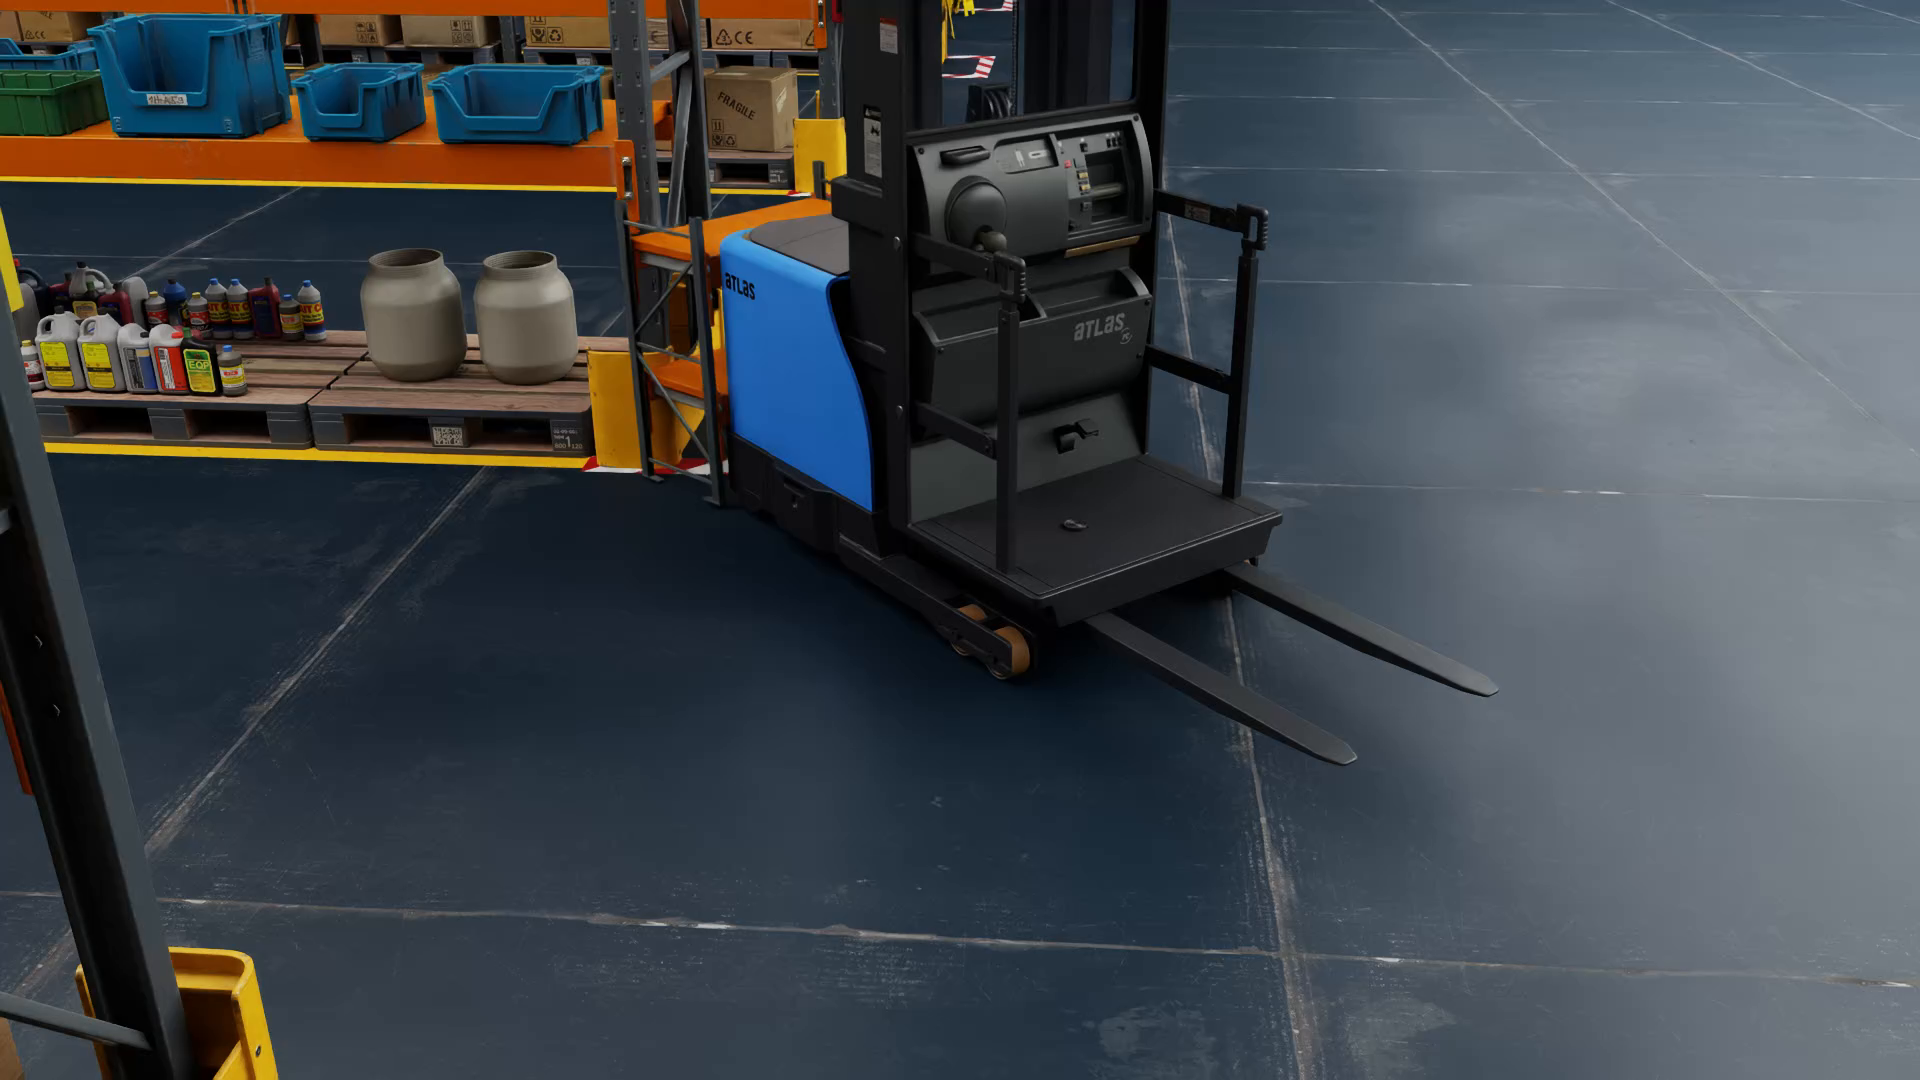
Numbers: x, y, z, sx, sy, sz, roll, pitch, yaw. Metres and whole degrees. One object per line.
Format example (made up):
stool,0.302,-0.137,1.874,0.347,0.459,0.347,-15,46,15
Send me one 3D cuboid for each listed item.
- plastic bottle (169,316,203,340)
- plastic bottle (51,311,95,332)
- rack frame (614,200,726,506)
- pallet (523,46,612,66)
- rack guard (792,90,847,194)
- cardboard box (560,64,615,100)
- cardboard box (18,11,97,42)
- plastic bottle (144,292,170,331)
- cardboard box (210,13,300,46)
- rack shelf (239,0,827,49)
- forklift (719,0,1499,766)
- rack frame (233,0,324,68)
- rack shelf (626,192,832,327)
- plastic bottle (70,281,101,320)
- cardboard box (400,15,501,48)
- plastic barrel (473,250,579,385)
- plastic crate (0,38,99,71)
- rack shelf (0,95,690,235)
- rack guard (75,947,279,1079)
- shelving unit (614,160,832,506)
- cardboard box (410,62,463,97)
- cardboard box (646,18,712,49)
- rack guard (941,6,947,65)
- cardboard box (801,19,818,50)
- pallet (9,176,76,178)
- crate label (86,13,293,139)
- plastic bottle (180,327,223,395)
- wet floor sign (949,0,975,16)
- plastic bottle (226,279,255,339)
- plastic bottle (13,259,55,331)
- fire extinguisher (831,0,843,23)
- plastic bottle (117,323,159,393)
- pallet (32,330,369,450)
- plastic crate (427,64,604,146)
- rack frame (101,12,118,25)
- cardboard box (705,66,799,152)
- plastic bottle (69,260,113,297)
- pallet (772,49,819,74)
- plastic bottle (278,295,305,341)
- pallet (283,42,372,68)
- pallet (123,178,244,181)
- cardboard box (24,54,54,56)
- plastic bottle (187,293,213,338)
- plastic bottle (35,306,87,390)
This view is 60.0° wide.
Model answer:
plastic bottle,-3.335,-0.826,7.181,0.133,0.283,0.061,2,25,4
plastic bottle,-3.846,-0.855,7.252,0.135,0.276,0.152,2,25,4
rack frame,-1.119,-0.718,6.429,0.500,1.125,0.032,19,31,40
pallet,-3.605,-4.853,16.545,1.213,0.211,1.003,2,25,4
rack guard,-0.925,-2.852,11.850,0.348,0.500,1.175,2,25,4
cardboard box,-2.692,-3.100,11.886,0.500,0.500,0.500,4,25,9
cardboard box,-9.022,-5.272,16.607,0.500,0.500,0.500,2,25,4
plastic bottle,-3.758,-1.061,7.789,0.097,0.201,0.097,0,25,0
cardboard box,-6.873,-5.390,16.565,0.750,0.750,1.050,2,25,5
rack shelf,-2.844,-3.722,11.611,4.000,0.370,1.077,2,25,4
forklift,0.378,-1.121,5.179,1.130,2.935,3.031,-17,30,-33
rack frame,-4.838,-4.113,11.600,0.127,3.000,1.000,2,25,4
rack shelf,-0.776,-1.140,6.649,0.538,0.278,1.000,19,31,40
plastic bottle,-4.022,-1.054,7.675,0.133,0.283,0.061,2,25,4
cardboard box,-4.983,-5.328,16.430,0.750,0.750,1.050,2,25,4
plastic barrel,-1.891,-0.970,7.244,0.421,0.512,0.421,0,25,0
plastic crate,-4.093,-2.059,7.314,0.616,0.251,0.499,2,25,4
rack shelf,-3.223,-1.658,7.125,4.000,0.370,1.077,2,25,4
rack guard,-1.588,1.280,2.870,0.348,0.500,1.175,2,25,4
shelving unit,-0.769,-0.871,6.765,0.538,1.125,1.048,19,31,40
cardboard box,-3.870,-3.124,11.938,0.500,0.500,0.500,10,27,21
cardboard box,-2.837,-5.326,16.276,0.875,0.875,0.875,2,25,4
rack guard,-0.345,-4.913,16.328,0.348,0.500,1.175,2,25,4
cardboard box,-1.050,-5.269,16.151,0.875,0.875,0.875,2,25,4
pallet,-6.834,-2.908,12.318,1.213,0.211,1.003,2,25,4
crate label,-3.085,-1.883,6.711,0.616,0.435,0.502,2,25,4
plastic bottle,-3.211,-0.759,7.034,0.133,0.283,0.061,2,25,5
wet floor sign,0.017,-6.594,19.808,0.232,0.644,0.267,11,27,22
plastic bottle,-3.354,-1.080,7.746,0.097,0.271,0.097,0,25,0
plastic bottle,-4.362,-1.138,7.778,0.185,0.351,0.144,1,25,1
fire extinguisher,-0.771,-3.754,10.913,0.183,0.674,0.296,2,25,4
plastic bottle,-3.481,-0.783,7.096,0.135,0.276,0.152,1,25,3
pallet,-3.331,-0.705,7.530,1.213,0.211,1.003,2,25,4
plastic crate,-1.751,-1.744,6.630,0.616,0.251,0.499,2,25,4
rack frame,-8.346,-6.305,16.364,0.127,3.000,1.000,2,25,4
cardboard box,-1.471,-3.067,11.815,0.500,0.500,0.500,6,25,14
plastic bottle,-4.039,-1.128,7.756,0.185,0.351,0.144,2,25,4
pallet,-1.172,-4.775,16.375,1.213,0.211,1.003,2,25,4
plastic bottle,-3.116,-1.040,7.744,0.097,0.201,0.097,0,25,0
pallet,-6.352,-4.941,16.736,1.213,0.211,1.003,2,25,4
pallet,-5.614,-2.870,12.236,1.213,0.211,1.003,2,25,4
cardboard box,-7.037,-3.264,12.220,0.500,0.500,0.700,4,25,8
plastic bottle,-3.553,-1.054,7.775,0.097,0.201,0.097,0,25,0
plastic bottle,-3.832,-0.827,7.101,0.185,0.351,0.144,2,25,4
